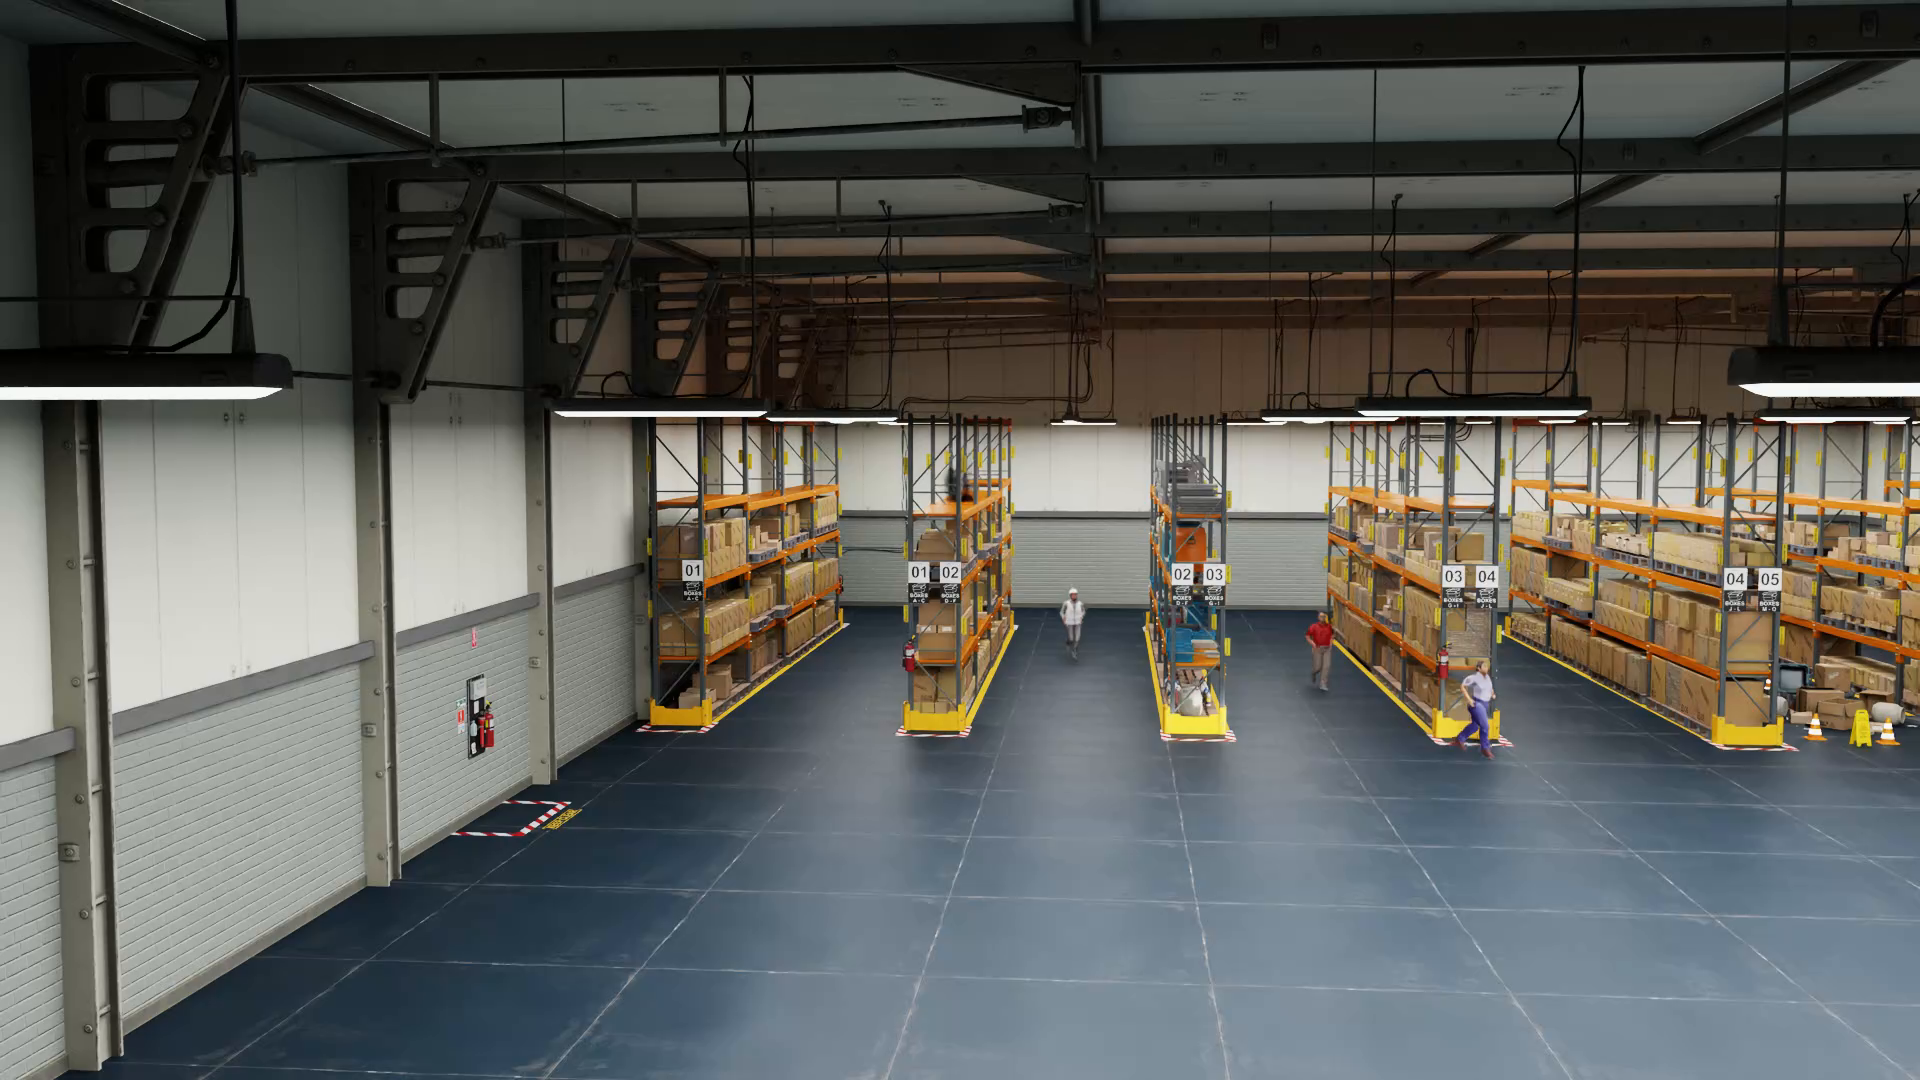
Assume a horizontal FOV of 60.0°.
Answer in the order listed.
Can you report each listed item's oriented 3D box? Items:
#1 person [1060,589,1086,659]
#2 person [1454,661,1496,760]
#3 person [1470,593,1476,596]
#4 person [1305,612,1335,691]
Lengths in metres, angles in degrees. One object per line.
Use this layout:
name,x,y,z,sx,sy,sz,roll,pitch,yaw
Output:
person,2.824,2.078,41.456,0.659,1.729,0.586,-1,4,-8
person,9.073,2.932,29.115,0.614,1.669,0.872,-4,5,-44
person,13.997,1.750,46.352,0.882,1.647,0.878,2,5,33
person,7.913,2.421,36.426,0.680,1.687,0.783,-1,4,-9
